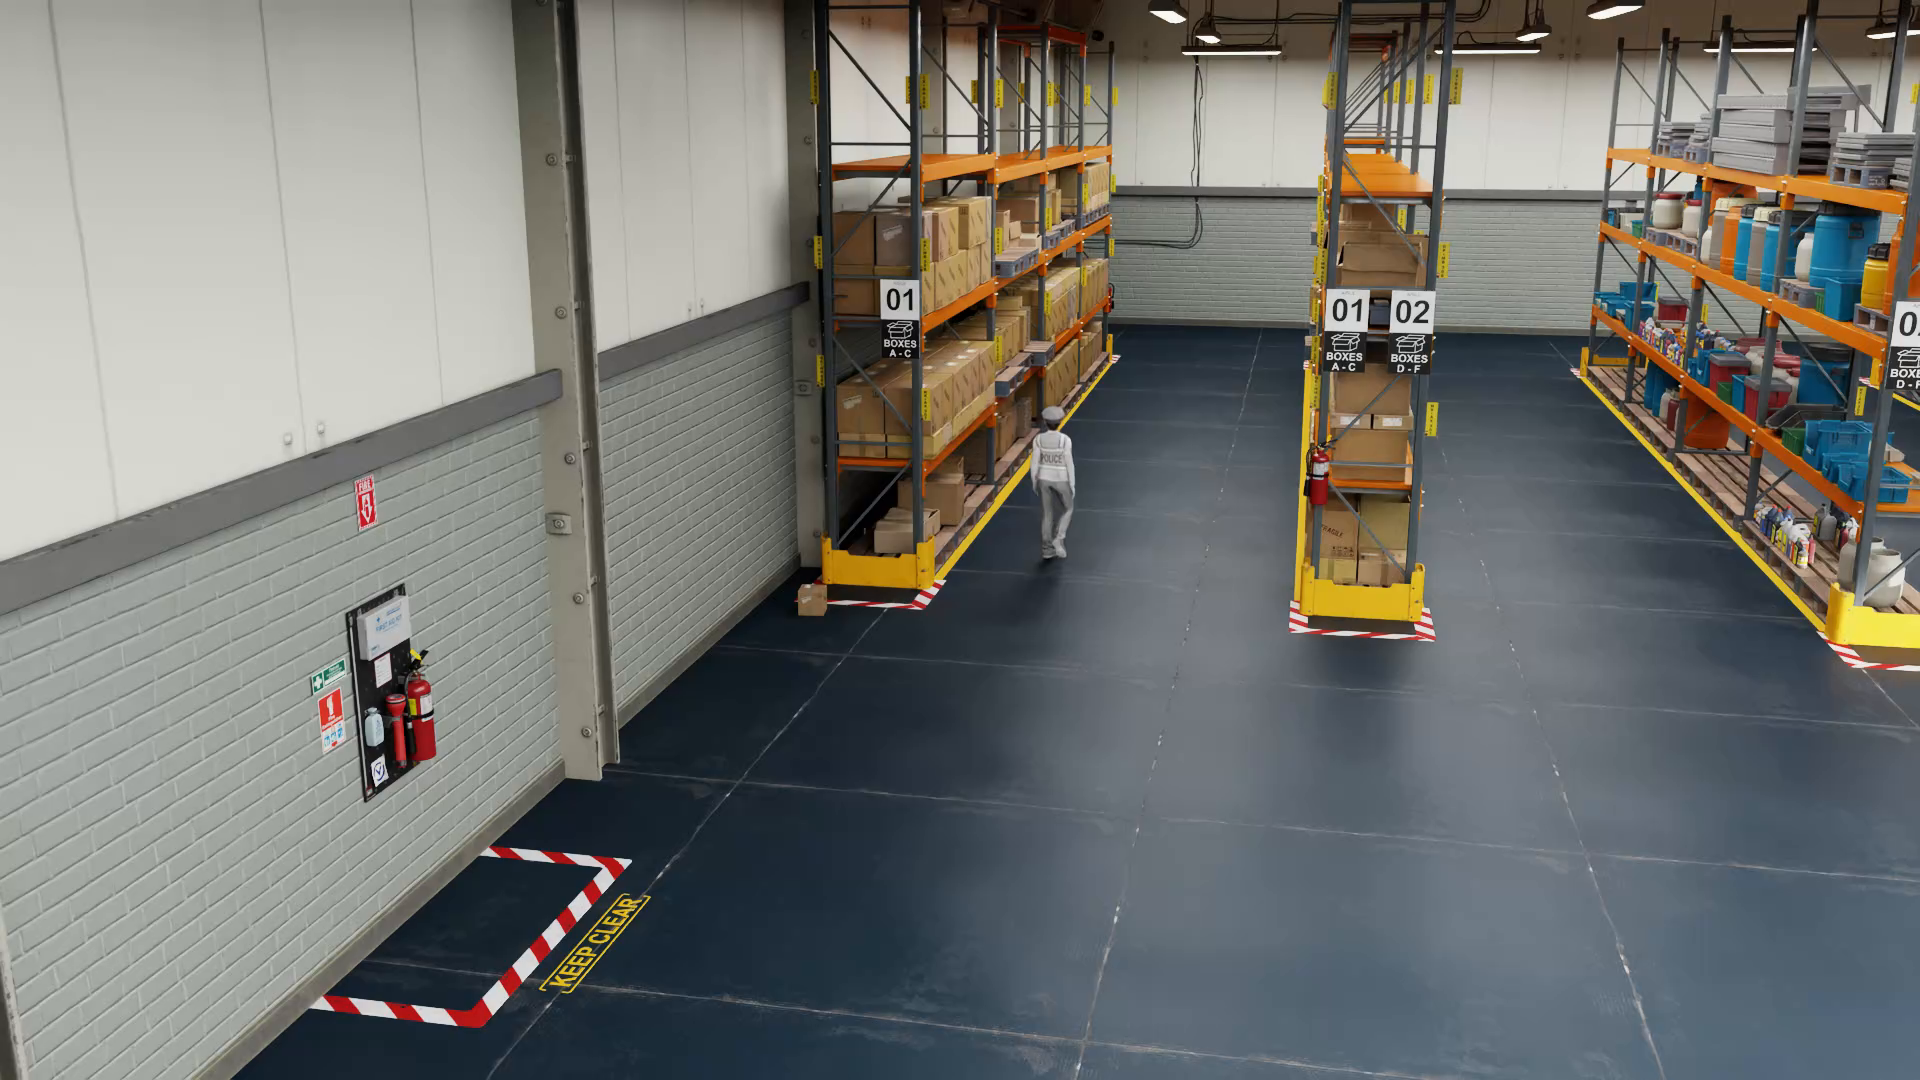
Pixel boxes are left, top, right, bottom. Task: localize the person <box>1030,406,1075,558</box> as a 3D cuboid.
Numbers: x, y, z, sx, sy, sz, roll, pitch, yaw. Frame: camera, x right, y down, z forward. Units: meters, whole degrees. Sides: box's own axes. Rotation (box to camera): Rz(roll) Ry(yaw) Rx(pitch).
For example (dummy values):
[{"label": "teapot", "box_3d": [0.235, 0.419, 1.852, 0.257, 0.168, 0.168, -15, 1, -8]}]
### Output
[{"label": "person", "box_3d": [1.028, -0.637, 18.269, 0.517, 1.695, 0.441, 4, 15, 14]}]
